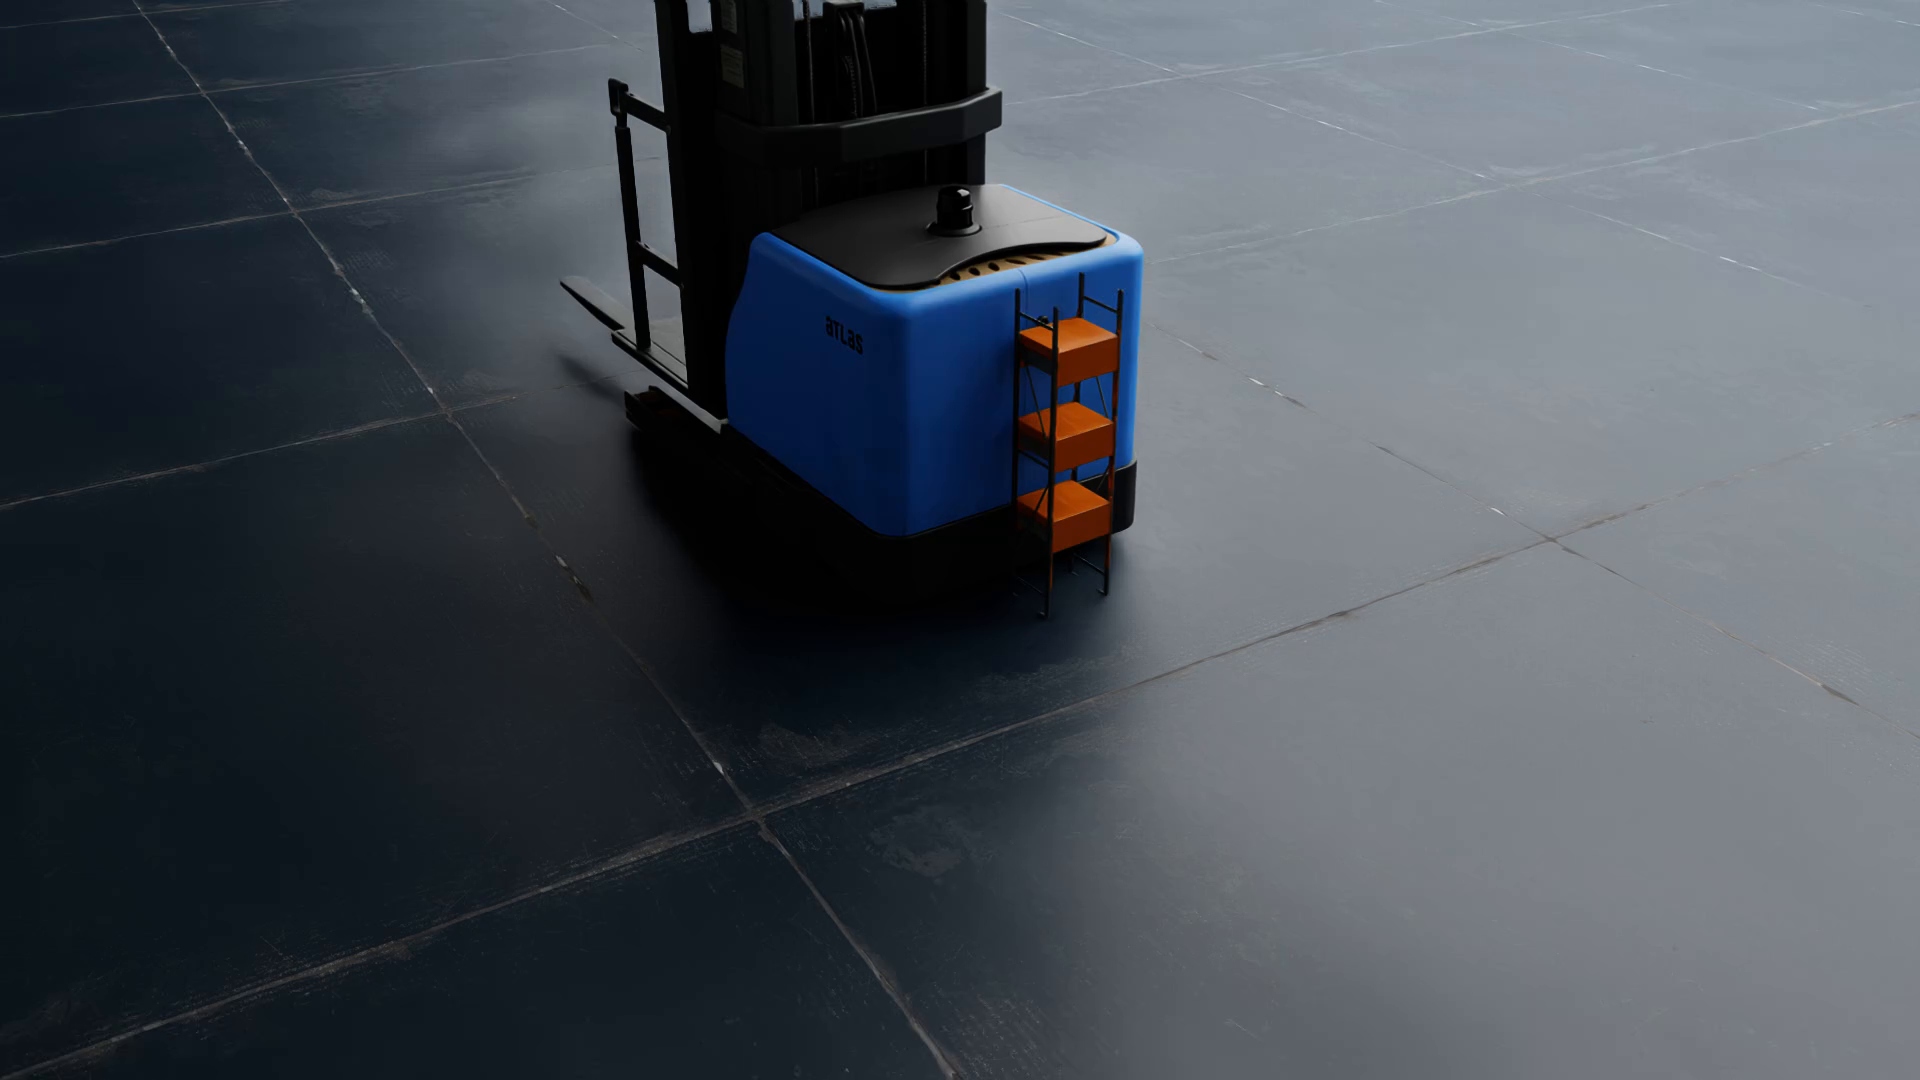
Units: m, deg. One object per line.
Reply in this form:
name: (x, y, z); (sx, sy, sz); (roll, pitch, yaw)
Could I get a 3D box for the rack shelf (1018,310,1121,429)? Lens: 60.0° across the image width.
rack shelf: (0.323, -0.520, 5.041); (0.240, 0.259, 0.215); (-19, 34, -30)

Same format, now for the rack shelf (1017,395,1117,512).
rack shelf: (0.323, -0.272, 5.178); (0.240, 0.259, 0.215); (-19, 34, -30)

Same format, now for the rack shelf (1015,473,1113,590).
rack shelf: (0.323, -0.028, 5.312); (0.240, 0.259, 0.215); (-19, 34, -30)

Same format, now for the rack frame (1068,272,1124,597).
rack frame: (0.423, -0.315, 5.235); (0.008, 1.050, 0.200); (-19, 34, -30)

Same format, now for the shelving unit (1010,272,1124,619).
shelving unit: (0.323, -0.281, 5.173); (0.252, 1.050, 0.215); (-19, 34, -30)

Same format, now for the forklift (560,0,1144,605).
forklift: (-0.649, -1.740, 5.870); (1.130, 2.935, 3.031); (-18, 34, -30)

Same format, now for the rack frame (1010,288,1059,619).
rack frame: (0.224, -0.247, 5.111); (0.008, 1.050, 0.200); (-19, 34, -30)
